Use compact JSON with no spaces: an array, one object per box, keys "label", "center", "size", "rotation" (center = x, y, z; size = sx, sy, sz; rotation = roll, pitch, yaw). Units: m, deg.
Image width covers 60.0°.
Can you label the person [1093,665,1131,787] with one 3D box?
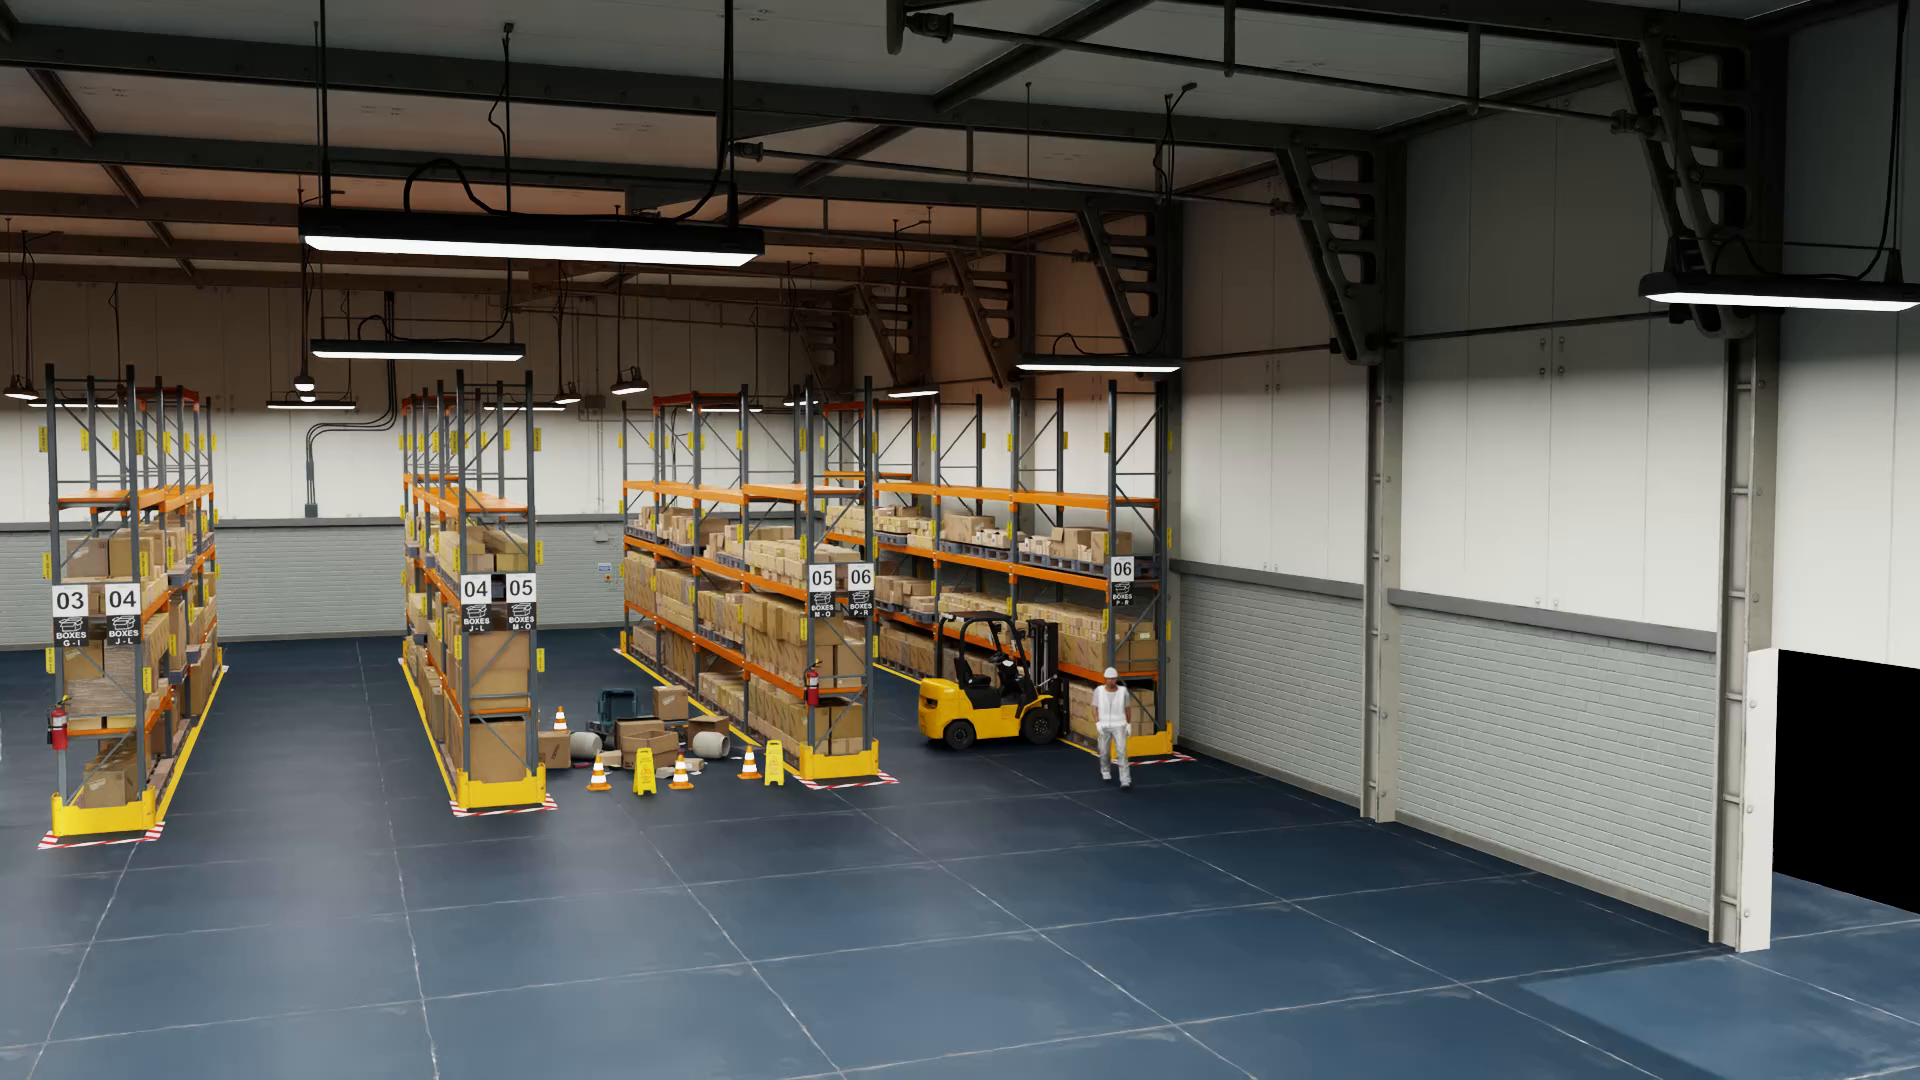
[{"label":"person","center":[2.250,2.708,24.293],"size":[0.615,1.785,0.571],"rotation":[2,4,36]}]
